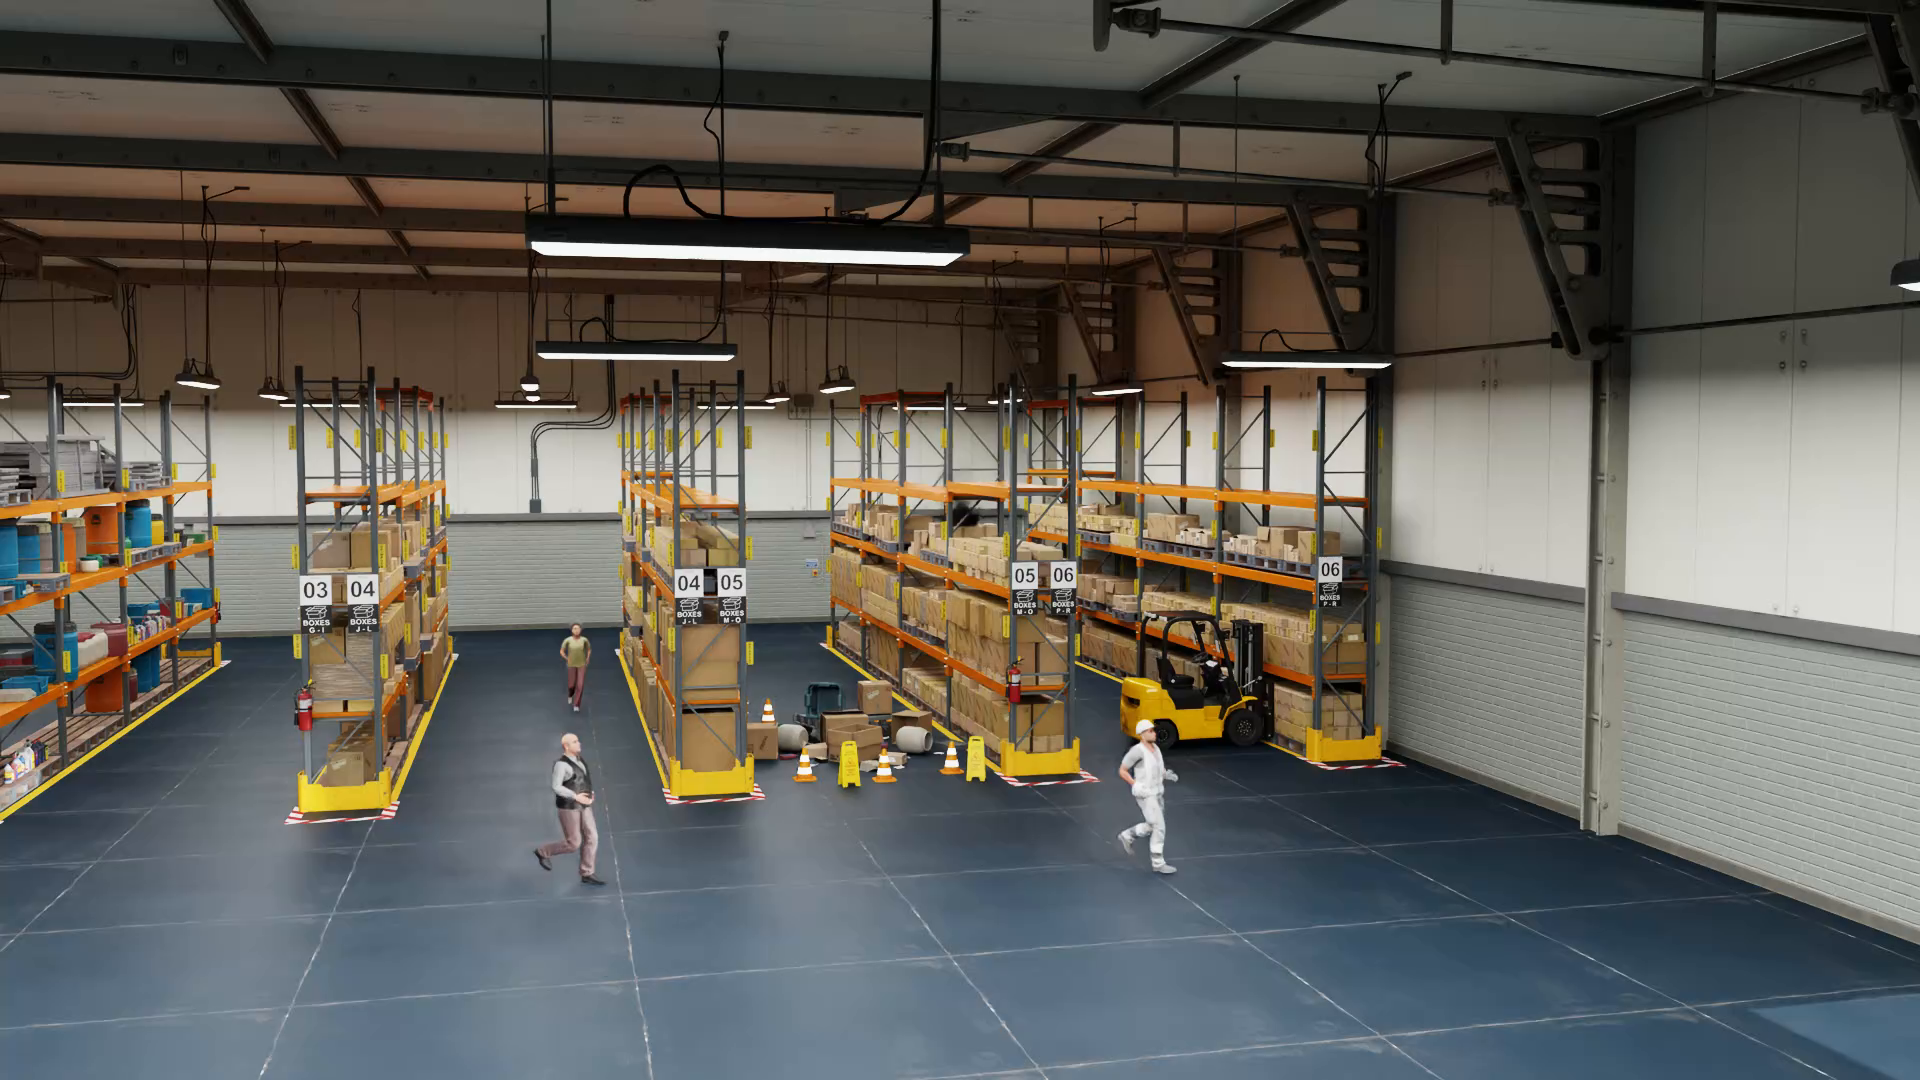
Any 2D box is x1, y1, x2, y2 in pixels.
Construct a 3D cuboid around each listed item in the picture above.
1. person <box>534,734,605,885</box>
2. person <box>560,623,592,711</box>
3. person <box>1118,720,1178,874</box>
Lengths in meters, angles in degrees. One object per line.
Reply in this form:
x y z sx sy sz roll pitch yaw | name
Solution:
-4.402 3.037 18.808 0.831 1.707 0.670 1 4 17 | person
-7.122 2.346 30.877 0.572 1.624 0.549 -1 4 -21 | person
2.167 2.969 19.372 0.849 1.757 0.668 3 4 39 | person
